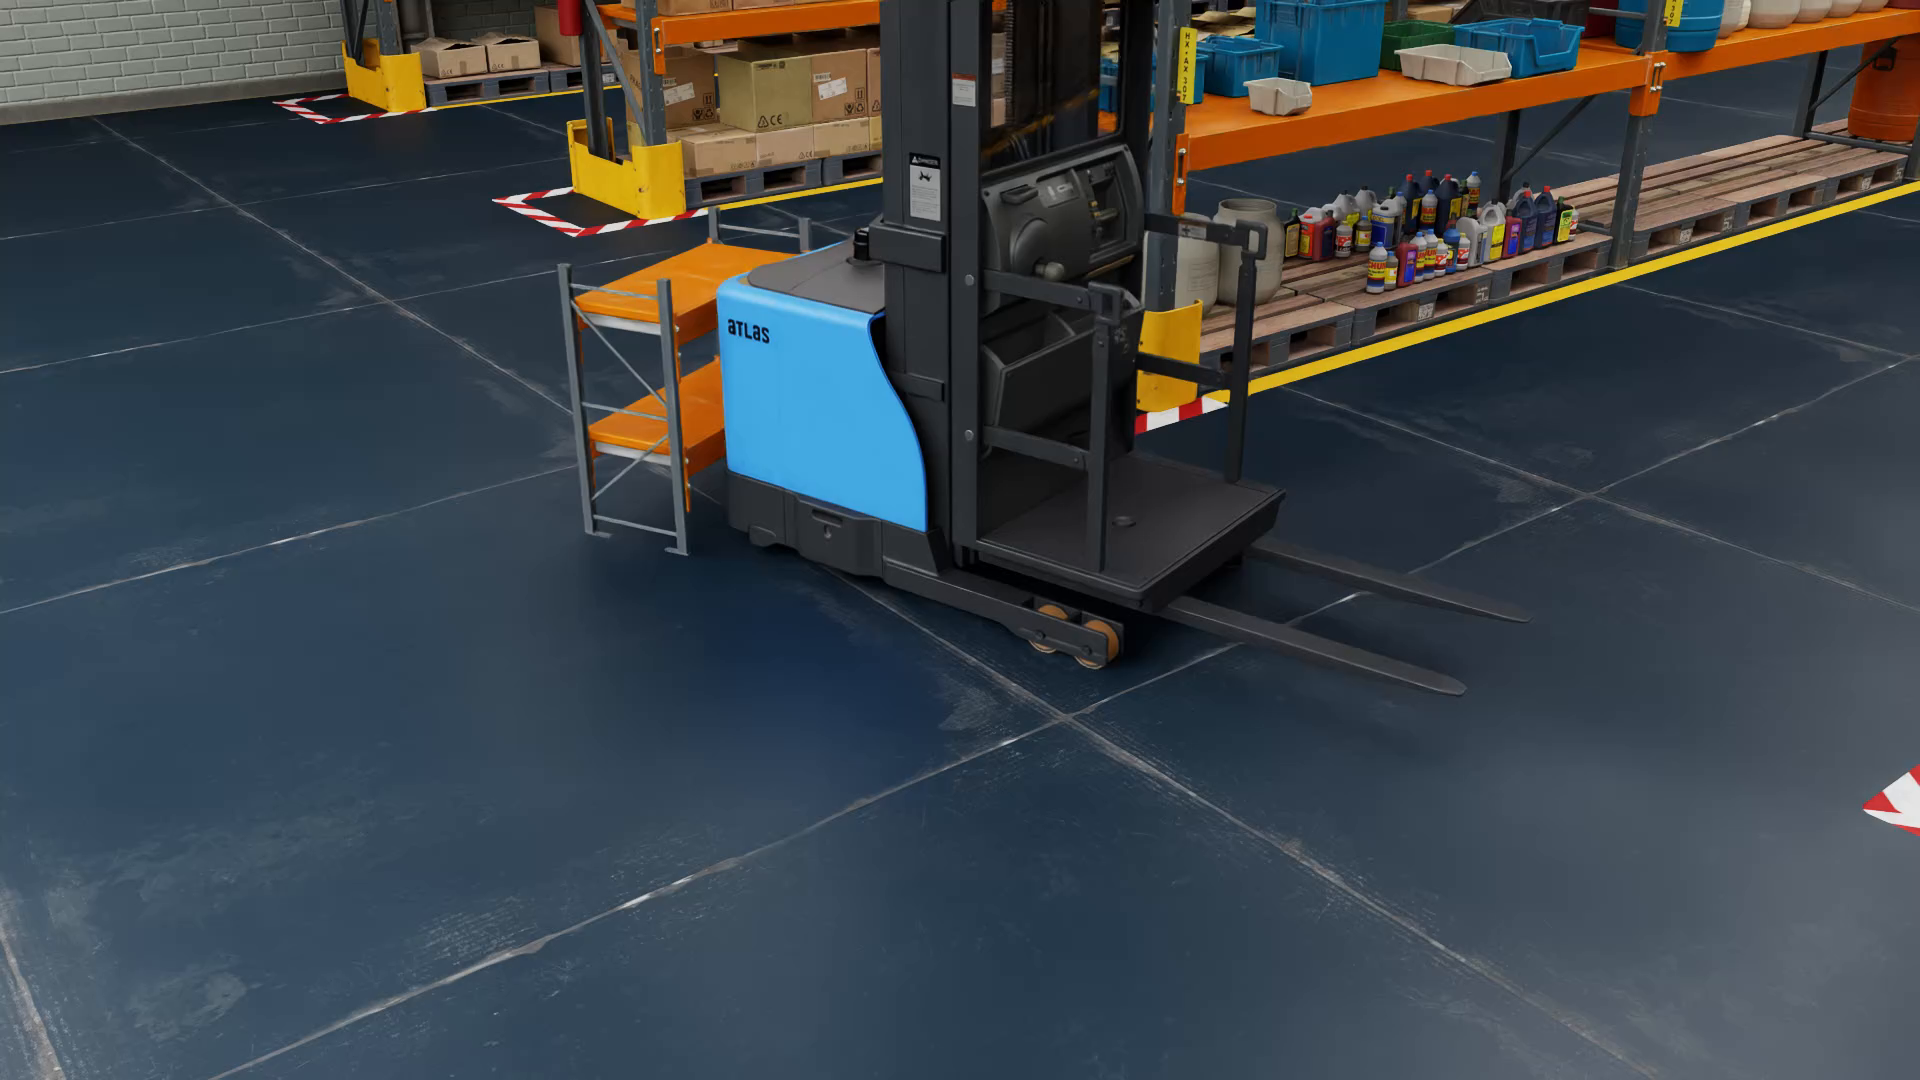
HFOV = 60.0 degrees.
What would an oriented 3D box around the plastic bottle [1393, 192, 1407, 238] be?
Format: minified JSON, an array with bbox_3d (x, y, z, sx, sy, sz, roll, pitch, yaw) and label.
[{"bbox_3d":[2.690,-2.002,10.219,0.097,0.271,0.097,0,25,0],"label":"plastic bottle"}]

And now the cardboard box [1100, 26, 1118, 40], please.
[{"bbox_3d":[1.317,-4.389,14.745,0.500,0.311,0.500,-17,30,-33],"label":"cardboard box"}]

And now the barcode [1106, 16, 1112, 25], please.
[{"bbox_3d":[1.227,-4.283,13.722,0.075,0.075,0.001,-18,31,-34],"label":"barcode"}]

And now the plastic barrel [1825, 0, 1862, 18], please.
[{"bbox_3d":[5.961,-3.854,11.359,0.421,0.512,0.421,0,25,0],"label":"plastic barrel"}]

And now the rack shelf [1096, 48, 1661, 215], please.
[{"bbox_3d":[2.249,-2.366,9.140,4.000,0.370,1.077,-18,31,-34],"label":"rack shelf"}]

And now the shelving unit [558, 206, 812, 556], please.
[{"bbox_3d":[-1.080,-0.690,6.901,0.538,1.125,1.048,12,27,23],"label":"shelving unit"}]

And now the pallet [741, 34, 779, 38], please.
[{"bbox_3d":[-1.679,-5.432,18.203,1.213,0.211,1.003,-18,31,-34],"label":"pallet"}]

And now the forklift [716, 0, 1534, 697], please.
[{"bbox_3d":[0.541,-1.134,5.712,3.031,2.935,1.130,17,30,33],"label":"forklift"}]

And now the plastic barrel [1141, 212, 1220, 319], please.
[{"bbox_3d":[1.146,-1.431,8.727,0.421,0.512,0.421,0,25,0],"label":"plastic barrel"}]

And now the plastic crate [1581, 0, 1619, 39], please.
[{"bbox_3d":[4.015,-3.468,10.584,0.583,0.464,0.402,-18,31,-34],"label":"plastic crate"}]

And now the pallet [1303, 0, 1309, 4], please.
[{"bbox_3d":[4.652,-7.479,22.614,1.213,0.211,1.003,-18,31,-34],"label":"pallet"}]

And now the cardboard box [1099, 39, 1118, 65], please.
[{"bbox_3d":[1.248,-4.076,14.071,0.500,0.311,0.500,-18,30,-34],"label":"cardboard box"}]

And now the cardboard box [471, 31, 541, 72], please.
[{"bbox_3d":[-4.389,-4.733,16.056,0.500,0.311,0.500,-15,29,-30],"label":"cardboard box"}]

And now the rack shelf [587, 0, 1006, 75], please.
[{"bbox_3d":[-0.805,-4.008,12.677,4.000,0.370,1.077,-18,31,-34],"label":"rack shelf"}]

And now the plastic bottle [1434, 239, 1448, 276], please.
[{"bbox_3d":[2.721,-1.612,9.461,0.097,0.201,0.097,0,25,0],"label":"plastic bottle"}]

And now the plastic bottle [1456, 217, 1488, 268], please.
[{"bbox_3d":[2.958,-1.739,9.646,0.135,0.276,0.152,-18,30,-33],"label":"plastic bottle"}]

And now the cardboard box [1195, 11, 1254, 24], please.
[{"bbox_3d":[2.513,-4.781,15.589,0.500,0.311,0.500,-19,31,-35],"label":"cardboard box"}]

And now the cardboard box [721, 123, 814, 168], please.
[{"bbox_3d":[-1.428,-2.955,12.321,0.500,0.250,0.500,-18,31,-34],"label":"cardboard box"}]

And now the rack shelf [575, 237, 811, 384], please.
[{"bbox_3d":[-1.080,-0.956,6.778,0.538,0.278,1.000,12,27,23],"label":"rack shelf"}]

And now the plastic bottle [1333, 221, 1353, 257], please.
[{"bbox_3d":[2.266,-1.781,9.827,0.097,0.201,0.097,0,25,0],"label":"plastic bottle"}]

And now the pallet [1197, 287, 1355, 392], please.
[{"bbox_3d":[1.349,-1.153,8.983,1.213,0.211,1.003,-18,31,-34],"label":"pallet"}]

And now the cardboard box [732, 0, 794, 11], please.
[{"bbox_3d":[-1.593,-4.115,11.935,0.500,0.500,0.700,-17,30,-33],"label":"cardboard box"}]

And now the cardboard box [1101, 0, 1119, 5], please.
[{"bbox_3d":[1.517,-6.896,20.100,0.750,0.750,0.750,-19,31,-35],"label":"cardboard box"}]

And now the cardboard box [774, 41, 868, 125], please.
[{"bbox_3d":[-1.041,-3.428,12.451,0.500,0.500,0.500,-18,31,-34],"label":"cardboard box"}]

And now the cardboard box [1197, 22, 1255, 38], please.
[{"bbox_3d":[2.457,-4.476,14.933,0.500,0.311,0.500,-17,30,-33],"label":"cardboard box"}]

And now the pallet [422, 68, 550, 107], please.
[{"bbox_3d":[-4.717,-4.409,15.999,1.213,0.211,1.003,-18,31,-34],"label":"pallet"}]

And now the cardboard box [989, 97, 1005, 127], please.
[{"bbox_3d":[0.140,-3.478,13.447,0.500,0.250,0.500,-18,31,-34],"label":"cardboard box"}]

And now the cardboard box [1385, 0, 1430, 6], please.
[{"bbox_3d":[4.508,-5.279,17.009,0.500,0.500,0.500,-17,30,-32],"label":"cardboard box"}]

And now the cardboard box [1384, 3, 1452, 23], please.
[{"bbox_3d":[4.451,-4.982,16.369,0.500,0.500,0.500,-17,30,-32],"label":"cardboard box"}]

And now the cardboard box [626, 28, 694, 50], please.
[{"bbox_3d":[-3.082,-5.277,17.003,0.500,0.500,0.500,-21,32,-38],"label":"cardboard box"}]

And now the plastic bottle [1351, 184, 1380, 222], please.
[{"bbox_3d":[2.449,-1.978,10.073,0.185,0.351,0.144,-19,31,-34],"label":"plastic bottle"}]

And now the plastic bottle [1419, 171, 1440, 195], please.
[{"bbox_3d":[2.932,-2.138,10.417,0.185,0.351,0.144,-17,30,-33],"label":"plastic bottle"}]

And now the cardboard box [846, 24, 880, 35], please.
[{"bbox_3d":[-0.576,-3.861,13.382,0.500,0.500,0.500,-18,31,-34],"label":"cardboard box"}]

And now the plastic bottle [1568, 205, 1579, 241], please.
[{"bbox_3d":[3.730,-1.945,10.179,0.097,0.201,0.097,0,25,0],"label":"plastic bottle"}]

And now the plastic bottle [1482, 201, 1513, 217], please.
[{"bbox_3d":[3.232,-1.906,10.006,0.135,0.276,0.152,-18,31,-34],"label":"plastic bottle"}]

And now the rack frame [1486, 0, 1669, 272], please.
[{"bbox_3d":[3.823,-3.212,10.108,0.127,3.000,1.000,-18,31,-34],"label":"rack frame"}]

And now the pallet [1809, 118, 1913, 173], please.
[{"bbox_3d":[7.565,-3.205,13.405,1.213,0.211,1.003,-18,31,-34],"label":"pallet"}]

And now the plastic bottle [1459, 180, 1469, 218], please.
[{"bbox_3d":[3.130,-2.114,10.445,0.133,0.283,0.061,-18,31,-34],"label":"plastic bottle"}]

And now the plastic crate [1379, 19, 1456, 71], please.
[{"bbox_3d":[2.580,-2.857,9.594,0.662,0.188,0.450,-18,31,-34],"label":"plastic crate"}]

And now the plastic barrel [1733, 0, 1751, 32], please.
[{"bbox_3d":[4.959,-3.442,10.768,0.301,0.262,0.301,0,25,0],"label":"plastic barrel"}]

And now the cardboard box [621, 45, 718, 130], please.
[{"bbox_3d":[-2.140,-3.336,12.252,0.500,0.500,0.500,-18,31,-34],"label":"cardboard box"}]

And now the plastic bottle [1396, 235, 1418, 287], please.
[{"bbox_3d":[2.484,-1.561,9.254,0.133,0.283,0.061,-18,30,-33],"label":"plastic bottle"}]

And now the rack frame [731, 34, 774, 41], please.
[{"bbox_3d":[-2.290,-6.494,17.179,0.127,3.000,1.000,-18,31,-34],"label":"rack frame"}]

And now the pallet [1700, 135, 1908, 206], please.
[{"bbox_3d":[6.337,-2.798,12.528,1.213,0.211,1.003,-18,31,-34],"label":"pallet"}]

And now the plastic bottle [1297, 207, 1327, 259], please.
[{"bbox_3d":[2.065,-1.816,9.812,0.135,0.276,0.152,-18,30,-34],"label":"plastic bottle"}]

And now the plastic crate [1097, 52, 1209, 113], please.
[{"bbox_3d":[0.884,-2.335,8.394,0.616,0.251,0.499,-18,31,-34],"label":"plastic crate"}]

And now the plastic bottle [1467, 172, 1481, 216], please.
[{"bbox_3d":[3.302,-2.236,10.724,0.097,0.271,0.097,0,25,0],"label":"plastic bottle"}]

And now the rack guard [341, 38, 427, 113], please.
[{"bbox_3d":[-5.378,-4.341,15.509,0.348,0.500,1.175,-18,31,-34],"label":"rack guard"}]

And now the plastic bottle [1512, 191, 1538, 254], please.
[{"bbox_3d":[3.343,-1.897,9.899,0.185,0.351,0.144,-20,32,-37],"label":"plastic bottle"}]
